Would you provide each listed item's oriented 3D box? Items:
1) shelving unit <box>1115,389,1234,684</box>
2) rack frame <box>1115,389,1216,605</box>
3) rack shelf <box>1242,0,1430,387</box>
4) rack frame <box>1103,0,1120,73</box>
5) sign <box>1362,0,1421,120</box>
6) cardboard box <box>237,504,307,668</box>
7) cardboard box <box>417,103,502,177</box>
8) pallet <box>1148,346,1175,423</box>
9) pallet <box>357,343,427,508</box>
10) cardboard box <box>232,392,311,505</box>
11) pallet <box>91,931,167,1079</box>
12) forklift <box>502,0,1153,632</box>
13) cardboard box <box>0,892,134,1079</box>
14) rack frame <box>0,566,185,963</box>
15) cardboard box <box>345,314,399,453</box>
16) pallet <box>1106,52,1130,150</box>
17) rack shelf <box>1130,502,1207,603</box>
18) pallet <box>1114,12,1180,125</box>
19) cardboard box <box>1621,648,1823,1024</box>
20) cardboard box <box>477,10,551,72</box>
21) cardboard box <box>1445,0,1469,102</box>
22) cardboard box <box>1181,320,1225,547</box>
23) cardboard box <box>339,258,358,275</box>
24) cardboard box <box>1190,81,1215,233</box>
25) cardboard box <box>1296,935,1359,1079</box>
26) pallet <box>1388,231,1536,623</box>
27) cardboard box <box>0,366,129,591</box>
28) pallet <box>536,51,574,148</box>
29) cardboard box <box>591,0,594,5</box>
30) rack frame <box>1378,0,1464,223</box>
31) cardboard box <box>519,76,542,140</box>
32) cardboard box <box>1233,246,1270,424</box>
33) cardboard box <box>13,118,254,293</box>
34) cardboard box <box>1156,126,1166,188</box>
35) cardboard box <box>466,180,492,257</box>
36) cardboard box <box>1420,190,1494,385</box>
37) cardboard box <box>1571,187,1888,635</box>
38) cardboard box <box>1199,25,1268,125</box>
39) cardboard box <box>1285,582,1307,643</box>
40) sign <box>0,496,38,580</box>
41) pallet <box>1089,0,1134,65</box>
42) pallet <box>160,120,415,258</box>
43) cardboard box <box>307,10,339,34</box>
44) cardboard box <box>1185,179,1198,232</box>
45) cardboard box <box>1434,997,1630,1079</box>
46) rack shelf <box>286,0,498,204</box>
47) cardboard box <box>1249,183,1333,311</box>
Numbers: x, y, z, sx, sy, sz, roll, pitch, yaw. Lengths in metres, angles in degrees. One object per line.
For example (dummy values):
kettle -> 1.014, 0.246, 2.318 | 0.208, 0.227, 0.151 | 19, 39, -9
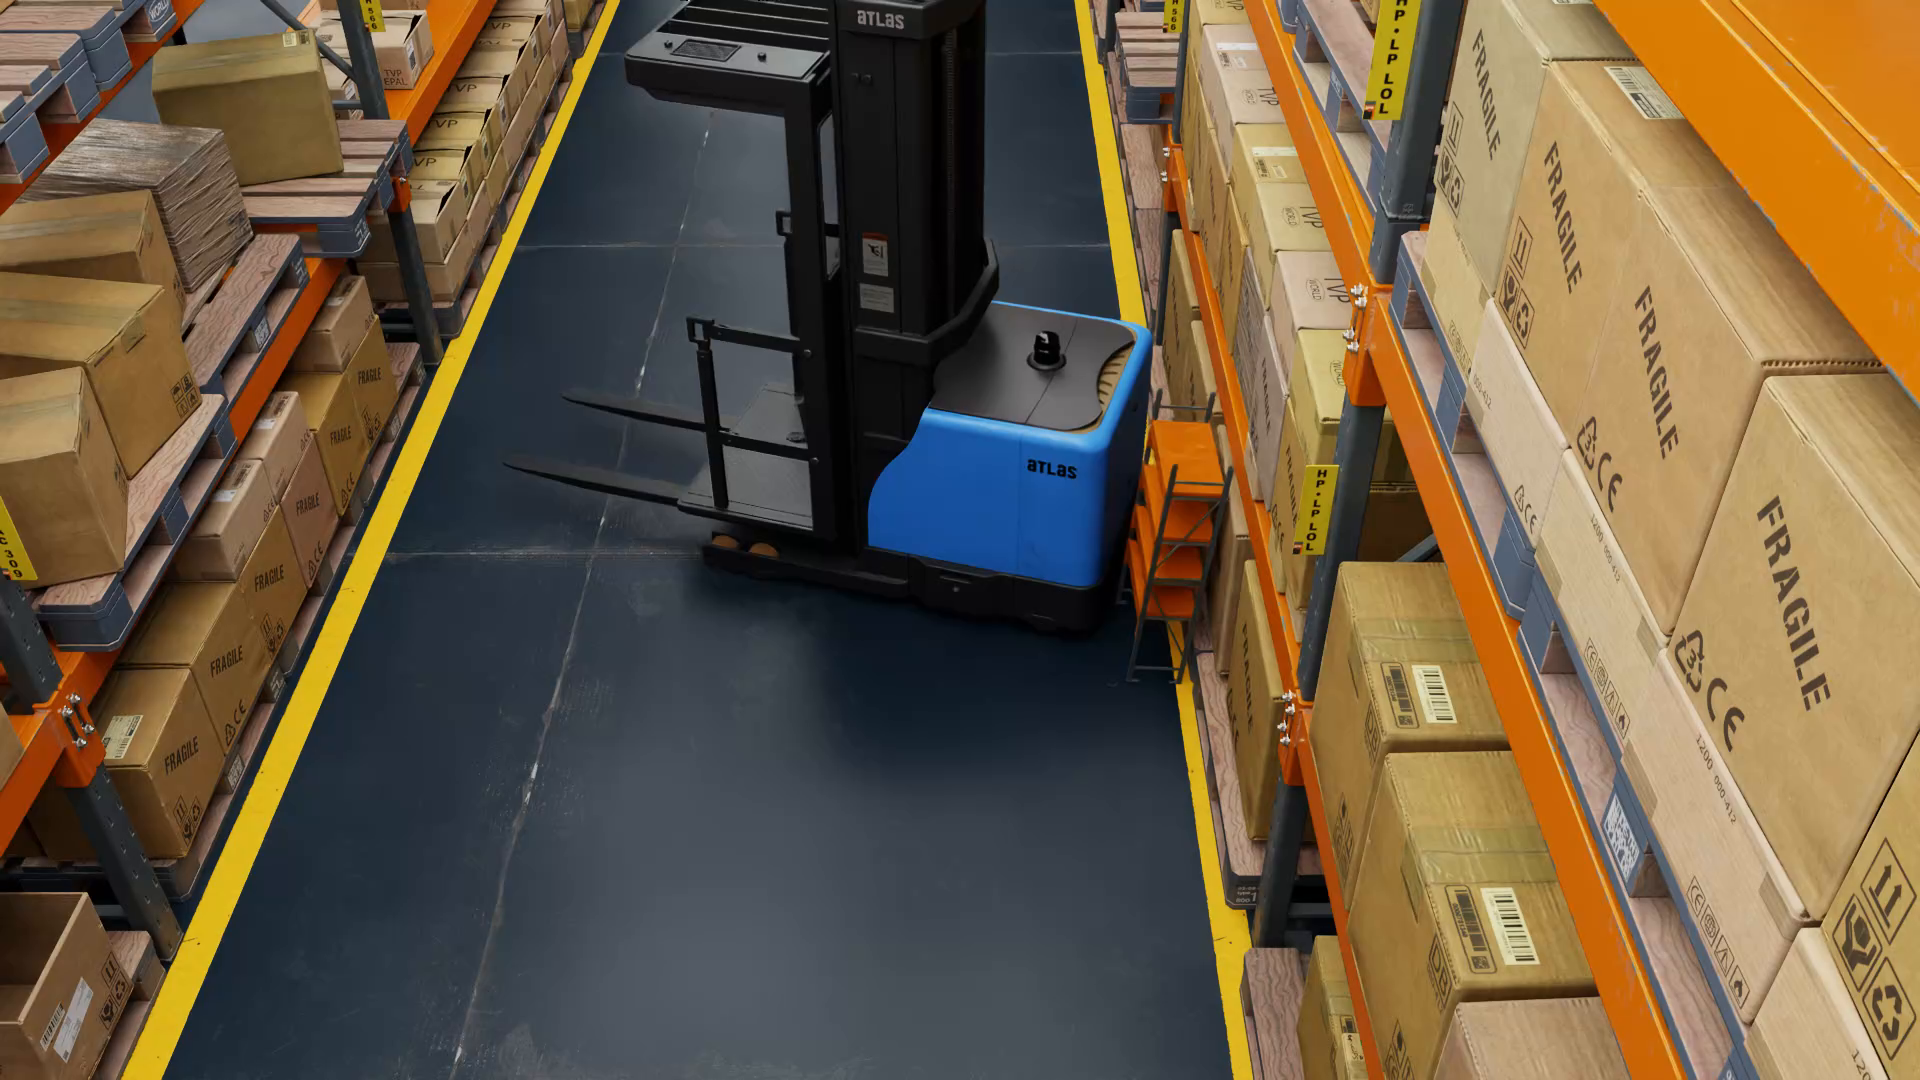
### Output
shelving unit -> 0.883, 0.004, 6.996 | 0.258, 1.200, 0.503 | 3, 41, -4
rack frame -> 0.876, -0.157, 7.179 | 0.240, 1.200, 0.015 | 3, 41, -4
rack shelf -> 1.577, -1.811, 6.033 | 1.077, 0.370, 4.000 | 0, 39, 0
rack frame -> 1.570, -4.673, 11.428 | 1.000, 3.000, 0.127 | 0, 39, 0
sign -> 1.037, -1.159, 3.980 | 0.100, 0.325, 0.005 | 0, 39, 0
cardboard box -> -3.136, 0.190, 7.006 | 0.500, 0.500, 0.500 | 0, 39, 0
cardboard box -> -3.093, -2.451, 10.070 | 0.500, 0.311, 0.500 | -1, 39, -1
pallet -> 1.501, -0.591, 8.564 | 1.003, 0.211, 1.213 | 0, 39, 0
pallet -> -3.416, -0.611, 8.589 | 1.003, 0.211, 1.213 | 0, 39, 0
cardboard box -> -3.133, -0.395, 7.137 | 0.500, 0.250, 0.500 | -1, 39, -1
pallet -> -3.374, 1.853, 5.515 | 1.003, 0.211, 1.213 | 0, 39, 0
forklift -> -0.691, -1.265, 7.230 | 3.031, 2.935, 1.130 | 11, 40, 13
cardboard box -> -3.090, 1.495, 5.378 | 0.500, 0.500, 0.500 | 0, 39, 0
rack frame -> -3.374, 0.335, 5.178 | 1.000, 3.000, 0.127 | 0, 39, 0
cardboard box -> -3.143, -0.778, 8.214 | 0.500, 0.500, 0.500 | 1, 39, 2
pallet -> 1.573, -3.098, 11.693 | 1.003, 0.211, 1.213 | 0, 39, 0
rack shelf -> 0.877, 0.055, 7.040 | 0.258, 0.148, 0.480 | 3, 41, -4
pallet -> 1.468, -2.543, 8.923 | 1.213, 0.211, 1.003 | 0, 39, 0
cardboard box -> 1.311, 0.407, 2.394 | 0.500, 0.250, 0.500 | -1, 39, -1
cardboard box -> -3.089, -3.399, 11.253 | 0.500, 0.311, 0.500 | 1, 39, 1
cardboard box -> 1.688, -1.602, 4.766 | 0.700, 0.500, 0.500 | -2, 39, -3
cardboard box -> 1.439, -0.489, 7.590 | 0.750, 0.750, 0.750 | 0, 39, 0
cardboard box -> -3.623, -1.586, 9.439 | 0.500, 0.250, 0.500 | 1, 39, 1
cardboard box -> 1.311, -1.703, 7.389 | 0.500, 0.500, 0.500 | 1, 39, 1
cardboard box -> 1.478, 1.609, 5.252 | 0.700, 0.500, 0.500 | 0, 39, 1
pallet -> 1.570, -0.295, 3.637 | 1.003, 0.211, 1.213 | 0, 39, 0
cardboard box -> -3.151, -0.164, 5.386 | 0.700, 0.500, 0.500 | -13, 40, -15
pallet -> -3.343, -3.119, 11.718 | 1.003, 0.211, 1.213 | 0, 39, 0
cardboard box -> -3.076, -4.361, 12.902 | 0.500, 0.250, 0.500 | 0, 39, 0
rack frame -> 1.580, -2.012, 3.310 | 1.000, 3.000, 0.127 | 0, 39, 0
cardboard box -> -3.093, -2.863, 11.032 | 0.500, 0.250, 0.500 | 1, 39, 1
cardboard box -> 1.324, -0.755, 6.205 | 0.500, 0.500, 0.500 | 0, 39, 0
cardboard box -> -3.455, -1.403, 6.932 | 0.700, 0.500, 0.500 | 7, 39, 8
cardboard box -> 1.609, -2.451, 10.303 | 0.700, 0.500, 0.500 | 0, 39, 0
cardboard box -> -3.087, -1.899, 9.829 | 0.500, 0.250, 0.500 | -1, 39, -1
cardboard box -> 1.317, -0.553, 3.593 | 0.500, 0.250, 0.500 | 0, 39, 0
cardboard box -> 1.313, -0.202, 2.554 | 0.500, 0.500, 0.500 | 0, 39, 0
cardboard box -> 1.319, -2.007, 7.168 | 0.500, 0.250, 0.500 | -1, 39, -1
cardboard box -> 1.296, 0.209, 5.522 | 0.380, 0.149, 0.250 | 0, 39, 0
sign -> -2.831, -0.008, 4.914 | 0.100, 0.325, 0.005 | 0, 39, 0
pallet -> 1.534, -4.005, 12.825 | 1.003, 0.211, 1.213 | 0, 39, 0
pallet -> -3.308, -1.667, 7.831 | 1.213, 0.211, 1.003 | 0, 39, 0
cardboard box -> -3.437, -2.865, 9.373 | 0.380, 0.149, 0.250 | 3, 39, 3
cardboard box -> 1.251, -1.552, 7.718 | 0.380, 0.149, 0.250 | 1, 39, 1
cardboard box -> 1.570, 1.463, 3.531 | 0.980, 0.700, 0.700 | -2, 39, -2
rack shelf -> -3.381, -3.136, 10.085 | 1.077, 0.370, 4.000 | 0, 39, 0
cardboard box -> 1.332, -1.057, 5.982 | 0.500, 0.250, 0.500 | 1, 39, 1
